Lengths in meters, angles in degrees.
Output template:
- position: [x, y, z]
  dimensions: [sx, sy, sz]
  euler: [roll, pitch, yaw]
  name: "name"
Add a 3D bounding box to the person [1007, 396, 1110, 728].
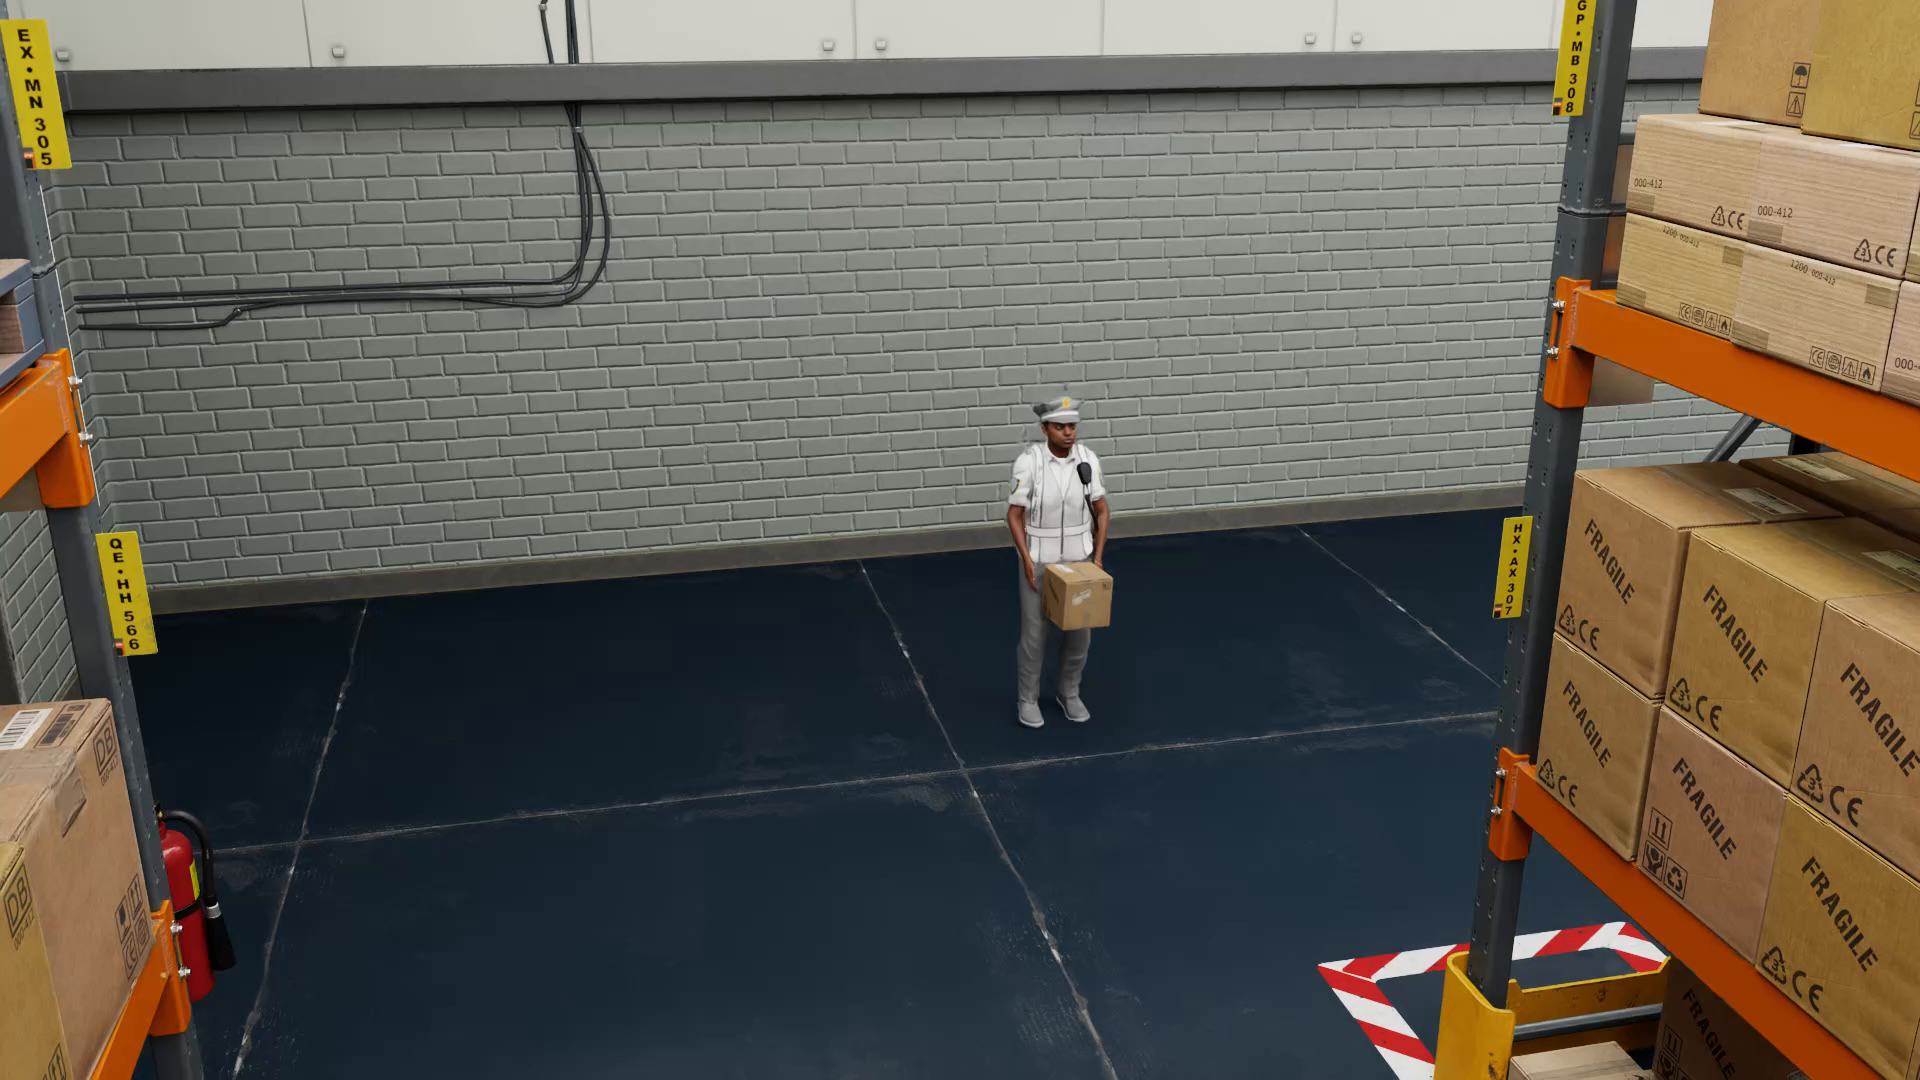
- position: [0.497, 0.108, 8.232]
  dimensions: [0.527, 1.701, 0.428]
  euler: [-4, 20, -11]
  name: "person"
